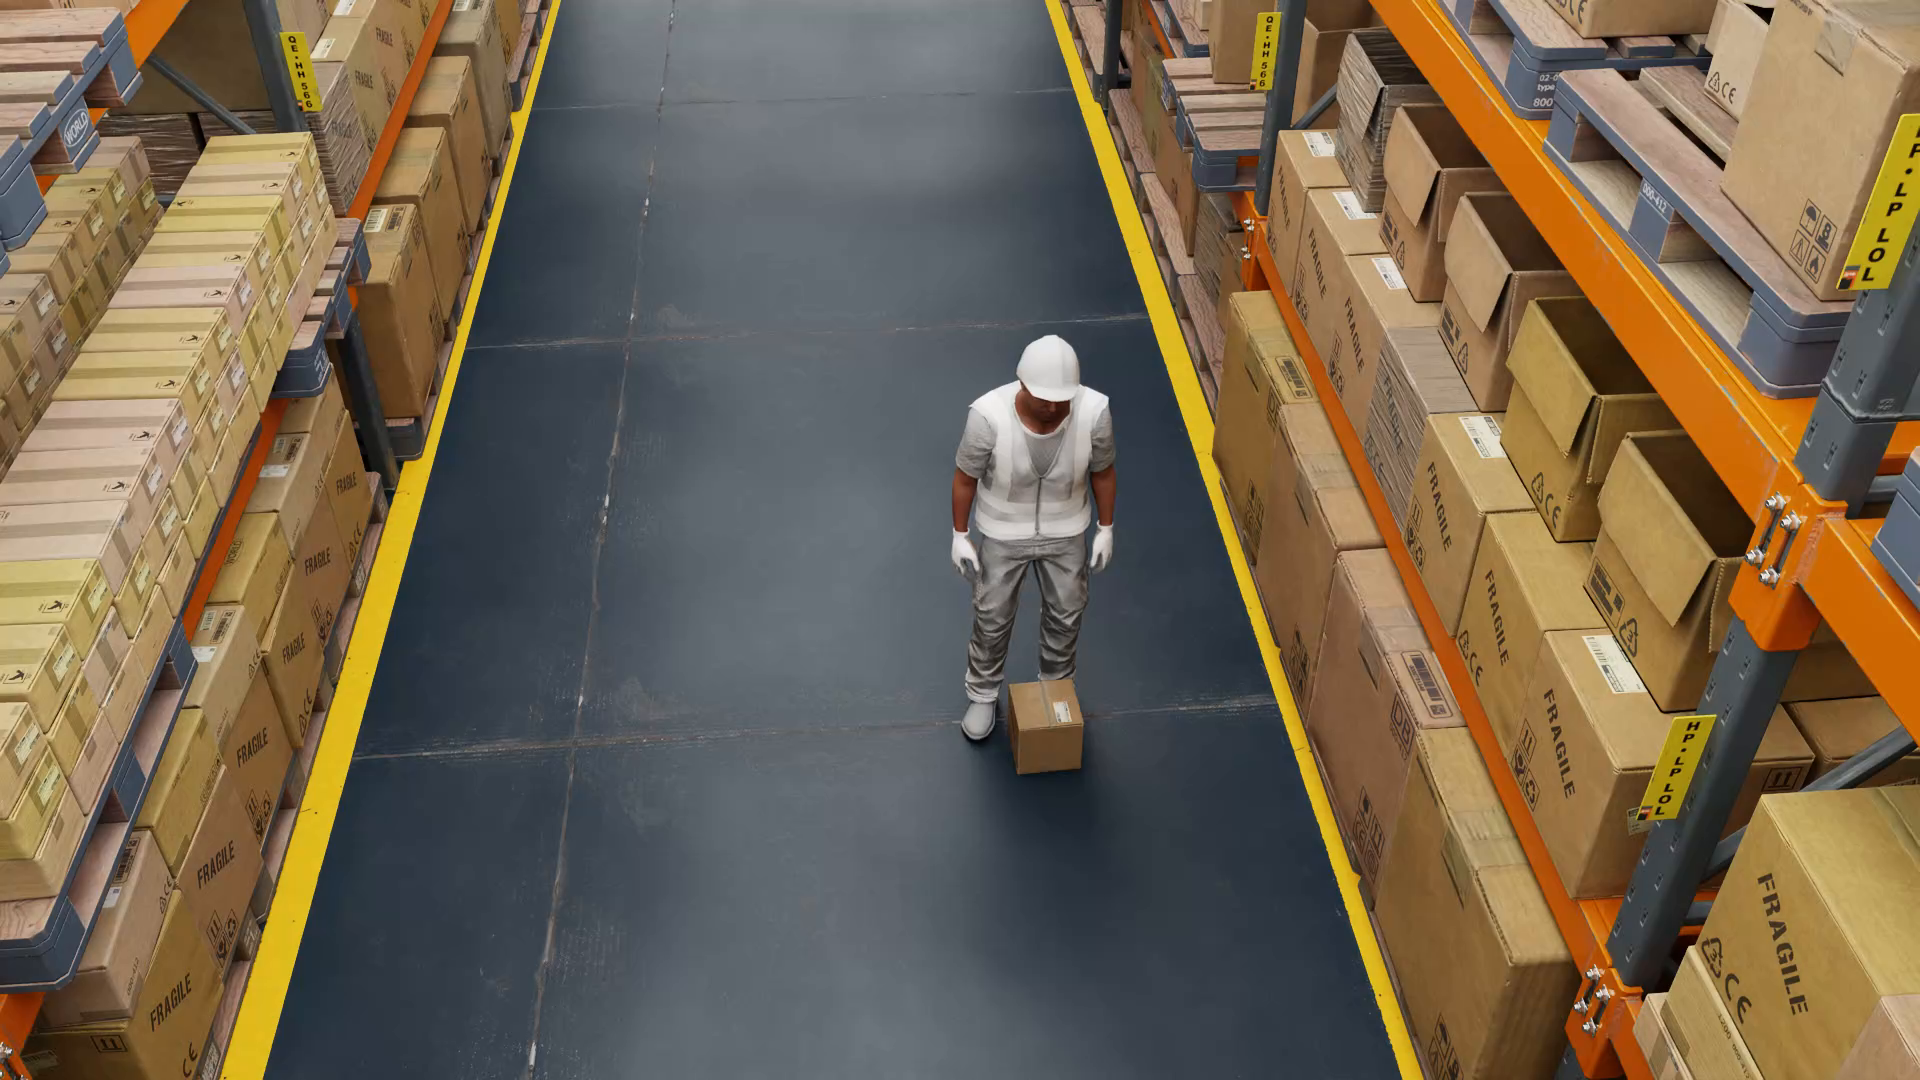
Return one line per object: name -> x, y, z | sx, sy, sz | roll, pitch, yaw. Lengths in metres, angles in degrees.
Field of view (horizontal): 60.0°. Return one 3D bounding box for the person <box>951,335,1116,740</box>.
person -> 0.270, -0.013, 6.162 | 0.614, 1.773, 0.449 | -4, 39, -5
